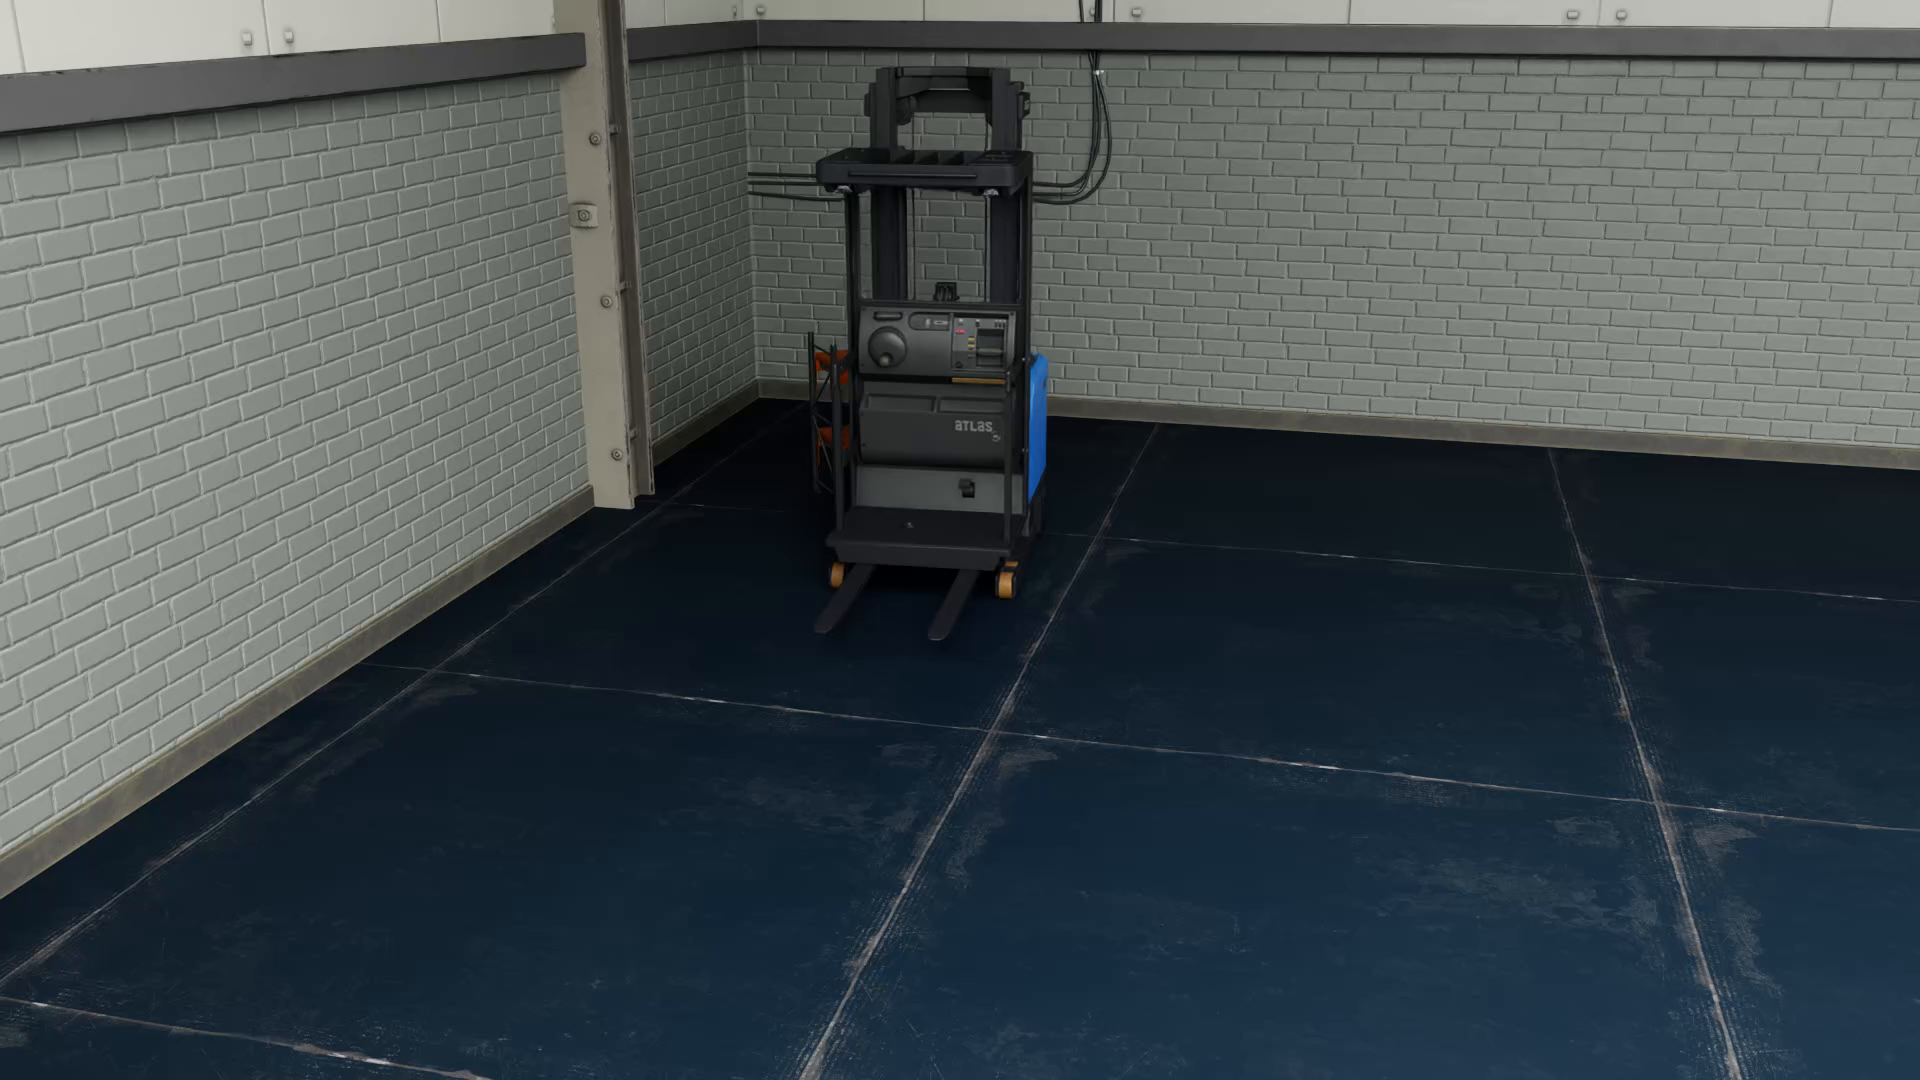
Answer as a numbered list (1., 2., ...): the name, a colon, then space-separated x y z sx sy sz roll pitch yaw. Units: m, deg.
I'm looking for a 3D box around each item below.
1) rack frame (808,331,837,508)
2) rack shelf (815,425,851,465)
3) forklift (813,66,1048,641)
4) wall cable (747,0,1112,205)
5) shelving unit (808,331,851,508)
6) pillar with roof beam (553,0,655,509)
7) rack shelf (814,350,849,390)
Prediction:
1. rack frame: -0.927 -0.821 11.351 0.032 1.125 0.500 -8 21 -23
2. rack shelf: -0.463 -0.657 11.627 1.000 0.278 0.538 -8 21 -23
3. forklift: -0.168 -1.165 9.564 1.130 2.935 3.031 3 19 9
4. wall cable: -0.332 -3.891 12.960 3.097 2.526 0.112 5 19 13
5. shelving unit: -0.463 -0.888 11.548 1.048 1.125 0.538 -8 21 -23
6. pillar with roof beam: 1.841 -4.201 9.065 9.100 9.000 0.400 5 19 13
7. rack shelf: -0.463 -1.165 11.453 1.000 0.278 0.538 -8 21 -23
